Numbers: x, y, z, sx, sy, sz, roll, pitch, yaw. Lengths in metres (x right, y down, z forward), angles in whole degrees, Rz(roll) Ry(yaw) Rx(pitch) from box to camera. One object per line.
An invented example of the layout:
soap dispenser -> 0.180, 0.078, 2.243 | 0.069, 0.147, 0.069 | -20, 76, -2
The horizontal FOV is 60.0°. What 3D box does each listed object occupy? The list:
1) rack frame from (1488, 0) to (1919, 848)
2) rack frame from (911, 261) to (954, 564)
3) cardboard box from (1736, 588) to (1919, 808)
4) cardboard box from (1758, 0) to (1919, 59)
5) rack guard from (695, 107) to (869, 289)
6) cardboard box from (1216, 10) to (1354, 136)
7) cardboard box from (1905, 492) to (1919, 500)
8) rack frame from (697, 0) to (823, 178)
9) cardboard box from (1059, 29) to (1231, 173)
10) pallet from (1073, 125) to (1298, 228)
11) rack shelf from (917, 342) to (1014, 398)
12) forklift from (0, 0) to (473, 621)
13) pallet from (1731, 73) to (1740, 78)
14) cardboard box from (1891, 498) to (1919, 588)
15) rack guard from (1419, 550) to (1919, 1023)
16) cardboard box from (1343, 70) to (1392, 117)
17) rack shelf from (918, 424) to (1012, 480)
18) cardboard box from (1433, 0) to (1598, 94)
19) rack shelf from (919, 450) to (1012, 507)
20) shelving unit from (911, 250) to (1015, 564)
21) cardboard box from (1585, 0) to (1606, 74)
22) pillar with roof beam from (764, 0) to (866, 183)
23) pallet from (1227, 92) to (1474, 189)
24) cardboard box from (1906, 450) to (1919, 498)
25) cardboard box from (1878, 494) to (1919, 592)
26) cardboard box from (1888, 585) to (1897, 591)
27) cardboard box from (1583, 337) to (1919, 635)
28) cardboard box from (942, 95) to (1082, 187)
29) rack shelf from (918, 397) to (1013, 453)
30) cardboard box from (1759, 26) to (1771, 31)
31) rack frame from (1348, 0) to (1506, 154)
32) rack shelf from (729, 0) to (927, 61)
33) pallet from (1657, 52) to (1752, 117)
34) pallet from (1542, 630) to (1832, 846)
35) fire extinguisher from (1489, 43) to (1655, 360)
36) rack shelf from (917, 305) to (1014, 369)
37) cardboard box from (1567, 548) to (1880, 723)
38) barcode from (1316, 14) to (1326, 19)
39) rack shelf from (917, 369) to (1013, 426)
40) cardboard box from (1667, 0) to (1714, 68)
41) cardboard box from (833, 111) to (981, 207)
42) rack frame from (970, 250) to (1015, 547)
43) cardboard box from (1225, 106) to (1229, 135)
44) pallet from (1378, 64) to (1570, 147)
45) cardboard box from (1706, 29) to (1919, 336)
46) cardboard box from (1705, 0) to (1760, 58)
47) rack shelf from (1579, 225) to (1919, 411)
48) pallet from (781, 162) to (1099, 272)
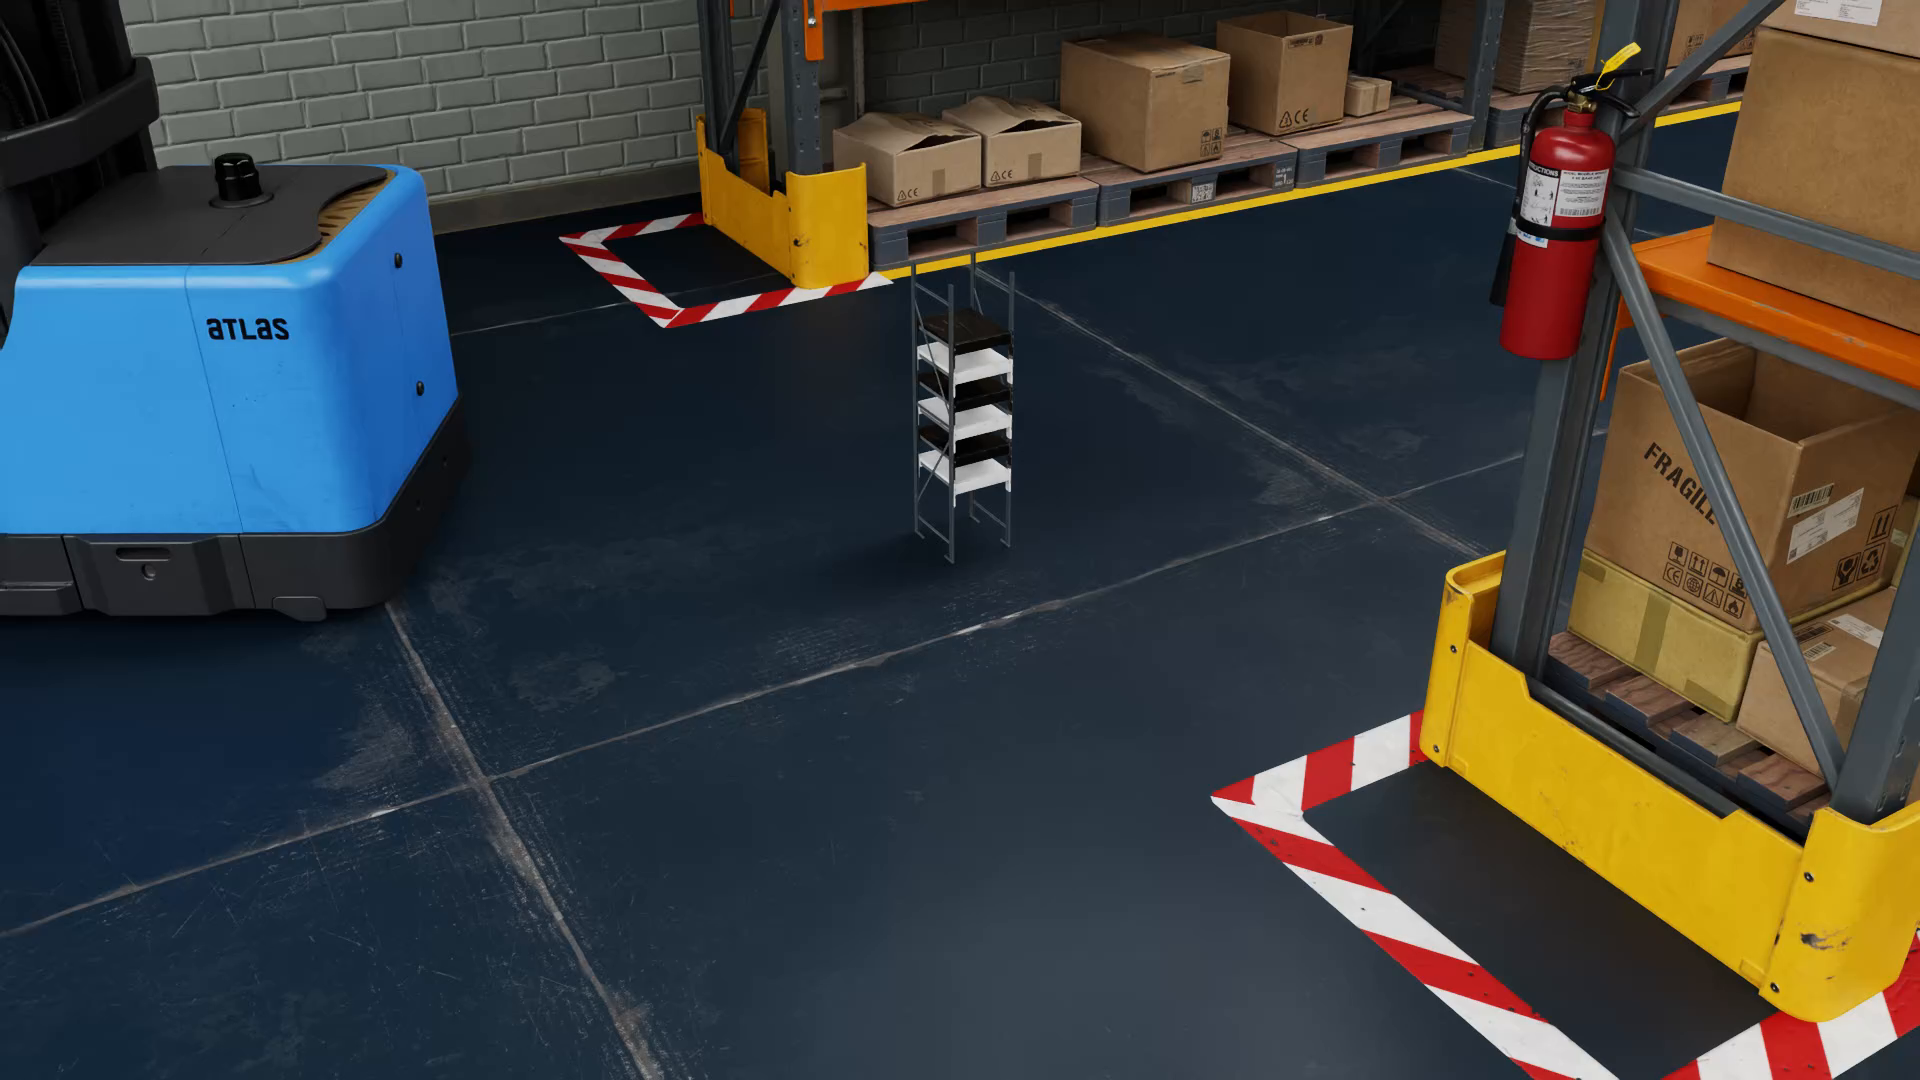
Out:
rack frame -> 1.624, -0.594, 3.222 | 0.127, 3.000, 1.000 | -16, 33, -26
rack frame -> -0.081, -0.371, 4.991 | 0.006, 0.900, 0.240 | -16, 33, -26
cardboard box -> 2.199, 0.387, 3.855 | 0.500, 0.250, 0.500 | -16, 33, -26
cardboard box -> 1.856, -1.095, 3.355 | 0.250, 0.149, 0.380 | -16, 33, -27
rack guard -> -0.824, -1.581, 7.598 | 0.348, 0.500, 1.175 | -16, 33, -26
cardboard box -> 1.685, -2.464, 8.741 | 0.500, 0.500, 0.500 | -19, 34, -30
cardboard box -> 2.791, -0.079, 4.700 | 0.500, 0.250, 0.500 | -16, 33, -26
rack frame -> -0.889, -2.657, 6.960 | 0.127, 3.000, 1.000 | -16, 33, -26
cardboard box -> 0.902, -2.185, 8.237 | 0.500, 0.500, 0.700 | -18, 34, -29
pallet -> 0.945, -1.936, 8.539 | 1.213, 0.211, 1.003 | -16, 33, -26
rack shelf -> 0.007, -0.524, 4.965 | 0.200, 0.077, 0.258 | -16, 33, -26
forklift -> -3.147, -1.273, 4.523 | 3.031, 2.935, 1.130 | 0, 29, 0
pallet -> 5.334, -3.204, 10.837 | 1.213, 0.211, 1.003 | -16, 33, -26
cardboard box -> 2.629, -0.064, 3.897 | 0.500, 0.500, 0.500 | -16, 33, -26
rack guard -> 1.603, 0.506, 3.816 | 0.348, 0.500, 1.175 | -16, 33, -26
cardboard box -> 2.113, -2.445, 9.053 | 0.250, 0.166, 0.380 | -21, 35, -33
rack shelf -> 0.007, -0.288, 5.096 | 0.200, 0.077, 0.258 | -16, 33, -26
cardboard box -> 3.186, -2.921, 9.571 | 0.500, 0.500, 0.700 | -15, 32, -25
rack shelf -> 0.007, -0.209, 5.139 | 0.200, 0.077, 0.258 | -16, 33, -26
shelving unit -> 0.007, -0.396, 5.036 | 0.210, 0.900, 0.258 | -16, 33, -26
cardboard box -> 3.606, -3.069, 9.838 | 0.500, 0.500, 0.700 | -17, 33, -27
pillar with roof beam -> 1.457, -4.022, 3.224 | 0.400, 9.000, 9.100 | -16, 33, -26
pallet -> 1.998, -2.236, 9.083 | 1.213, 0.211, 1.003 | -16, 33, -26
cardboard box -> 2.790, -0.409, 4.521 | 0.500, 0.500, 0.500 | -16, 33, -26
cardboard box -> 2.361, 0.044, 4.477 | 0.500, 0.250, 0.500 | -16, 33, -26
cardboard box -> 2.628, 0.263, 4.080 | 0.500, 0.250, 0.500 | -16, 33, -26
cardboard box -> 1.935, -0.158, 4.067 | 0.500, 0.500, 0.500 | -16, 33, -26
cardboard box -> 0.244, -1.944, 7.995 | 0.500, 0.311, 0.500 | -13, 31, -22
rack shelf -> 0.007, -0.367, 5.052 | 0.200, 0.077, 0.258 | -16, 33, -26
cardboard box -> 4.911, -3.438, 10.507 | 0.500, 0.500, 0.700 | -16, 33, -26
rack frame -> 2.559, -3.636, 8.734 | 0.127, 3.000, 1.000 | -16, 33, -26
rack shelf -> 0.835, -2.832, 8.021 | 4.000, 0.370, 1.077 | -16, 33, -26
pallet -> 4.283, -2.907, 10.299 | 1.213, 0.211, 1.003 | -16, 33, -26
pallet -> 2.262, 0.422, 4.267 | 1.213, 0.211, 1.003 | -16, 33, -26
fire extinguisher -> 1.286, -0.725, 3.539 | 0.183, 0.674, 0.296 | -16, 33, -26
rack shelf -> 0.007, -0.603, 4.922 | 0.200, 0.077, 0.258 | -16, 33, -26
cardboard box -> 1.936, 0.171, 4.246 | 0.500, 0.250, 0.500 | -16, 33, -26
barcode -> 1.972, -2.842, 9.096 | 0.075, 0.075, 0.001 | -16, 33, -26
rack shelf -> 0.007, -0.446, 5.009 | 0.200, 0.077, 0.258 | -16, 33, -26
cardboard box -> 4.066, -3.177, 10.034 | 0.500, 0.500, 0.700 | -15, 32, -26
cardboard box -> -0.247, -1.804, 7.742 | 0.500, 0.311, 0.500 | -20, 35, -32
rack frame -> 0.095, -0.421, 5.081 | 0.006, 0.900, 0.240 | -16, 33, -26
cardboard box -> 1.170, -2.197, 8.622 | 0.250, 0.149, 0.380 | -19, 34, -30
pallet -> 3.230, -2.606, 9.754 | 1.213, 0.211, 1.003 | -16, 33, -26
cardboard box -> 2.033, -0.747, 3.396 | 0.500, 0.500, 0.700 | -16, 33, -26
cardboard box -> 4.497, -3.304, 10.265 | 0.500, 0.500, 0.700 | -16, 33, -27
rack shelf -> 3.348, -0.769, 4.283 | 4.000, 0.370, 1.077 | -16, 33, -26
pallet -> -0.105, -1.639, 8.001 | 1.213, 0.211, 1.003 | -16, 33, -26
